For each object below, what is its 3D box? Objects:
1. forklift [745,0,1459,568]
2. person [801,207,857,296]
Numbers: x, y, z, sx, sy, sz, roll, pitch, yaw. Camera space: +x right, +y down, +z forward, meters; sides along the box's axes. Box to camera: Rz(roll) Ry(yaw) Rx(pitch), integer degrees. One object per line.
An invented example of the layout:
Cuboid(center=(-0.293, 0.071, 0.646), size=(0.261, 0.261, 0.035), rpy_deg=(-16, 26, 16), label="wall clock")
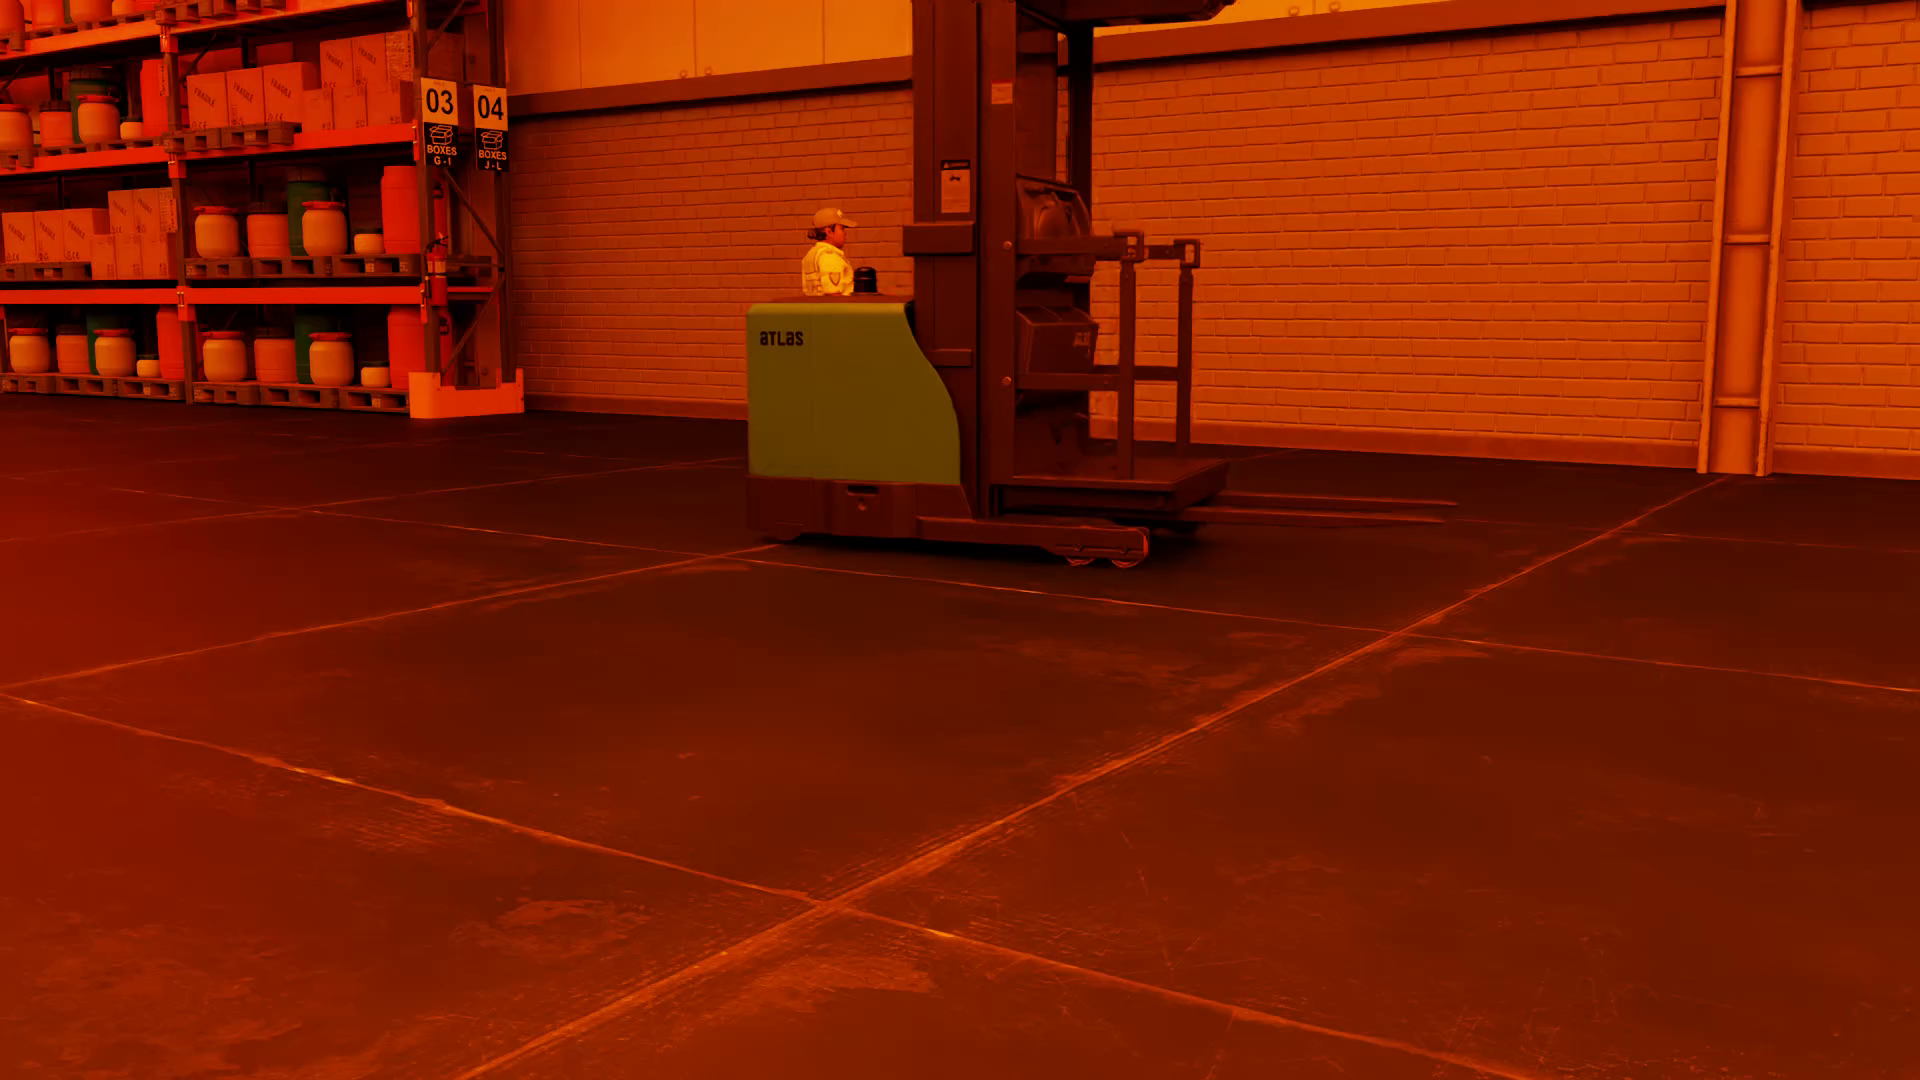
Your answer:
Cuboid(center=(0.605, -1.421, 7.183), size=(3.031, 2.935, 1.130), rpy_deg=(3, 9, 21), label="forklift")
Cuboid(center=(-0.807, -1.243, 10.450), size=(0.388, 1.668, 0.479), rpy_deg=(-4, 9, -25), label="person")
